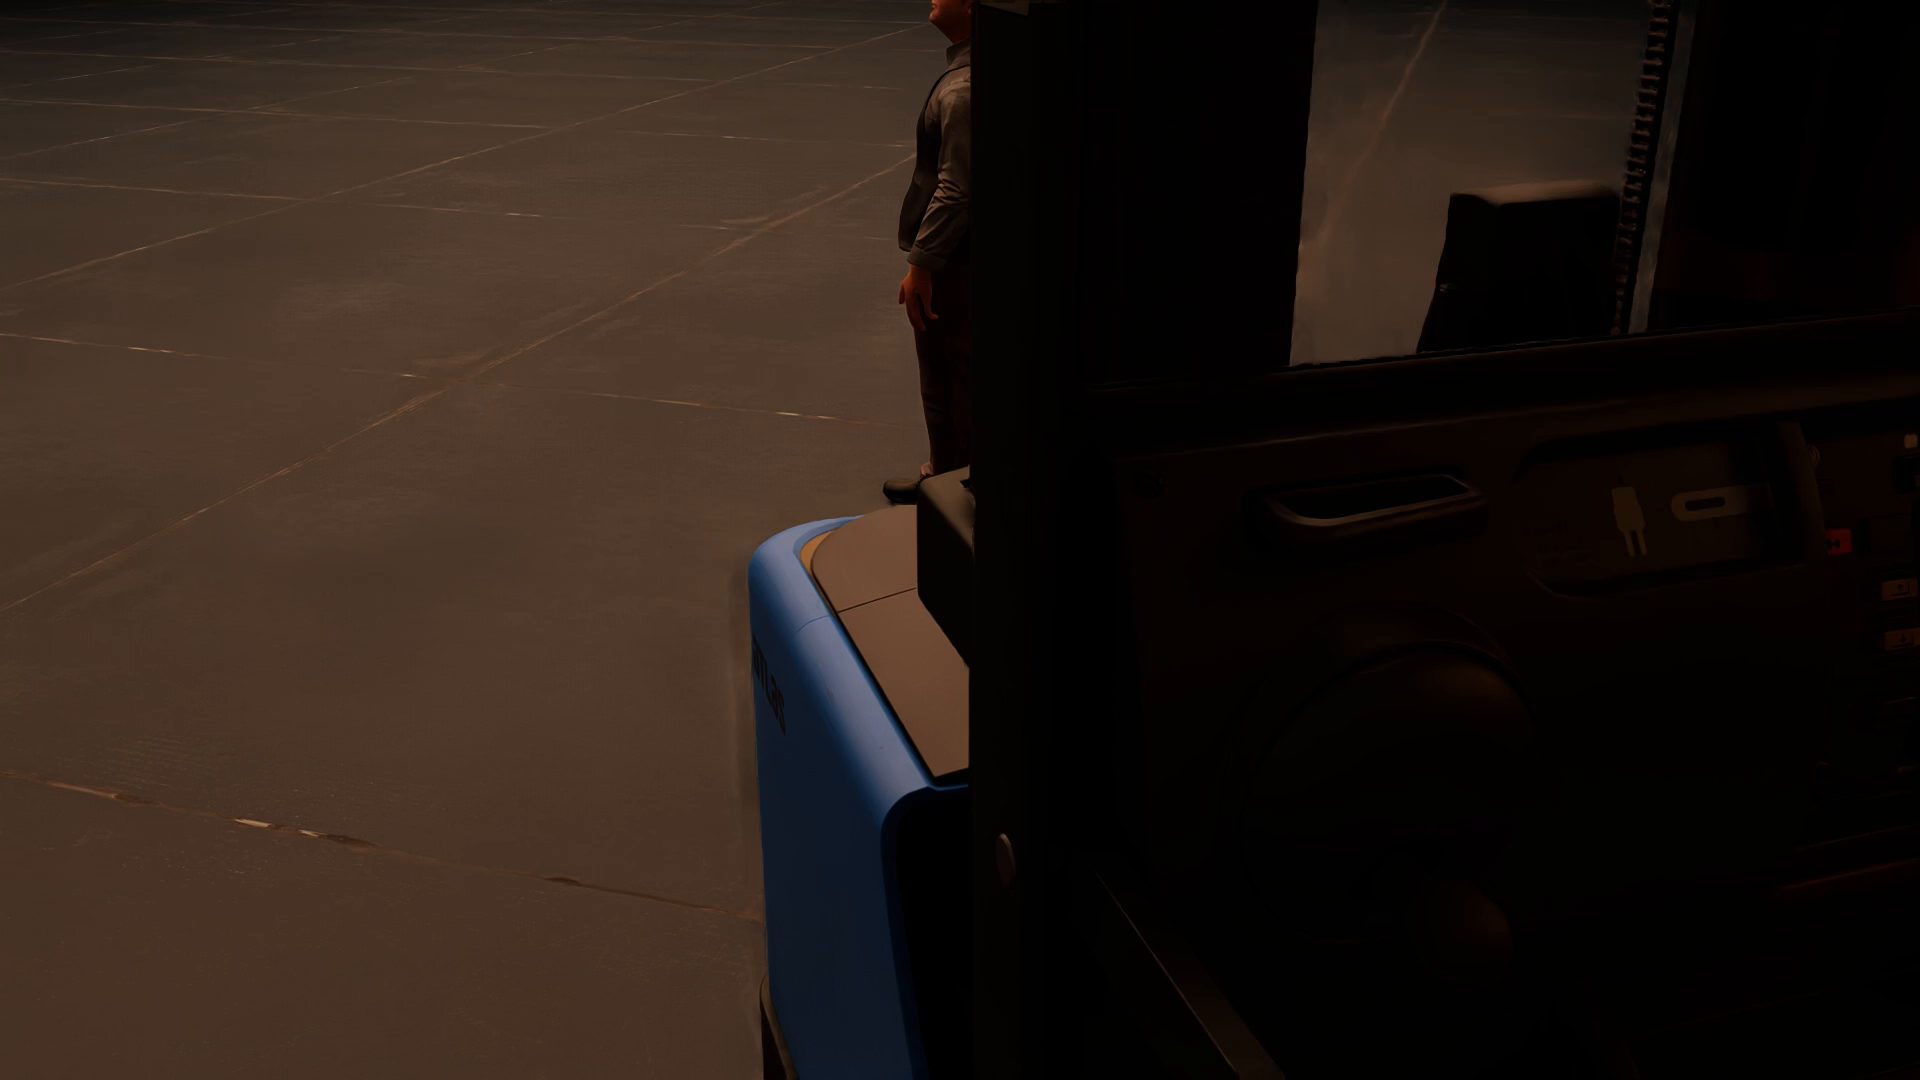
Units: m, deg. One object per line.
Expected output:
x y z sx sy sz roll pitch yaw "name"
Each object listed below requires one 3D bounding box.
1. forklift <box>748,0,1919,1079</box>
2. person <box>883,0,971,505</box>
0.619 0.096 1.048 1.130 2.935 3.031 -7 23 -16 "forklift"
-0.056 -0.813 4.814 0.568 1.720 0.632 7 23 16 "person"
